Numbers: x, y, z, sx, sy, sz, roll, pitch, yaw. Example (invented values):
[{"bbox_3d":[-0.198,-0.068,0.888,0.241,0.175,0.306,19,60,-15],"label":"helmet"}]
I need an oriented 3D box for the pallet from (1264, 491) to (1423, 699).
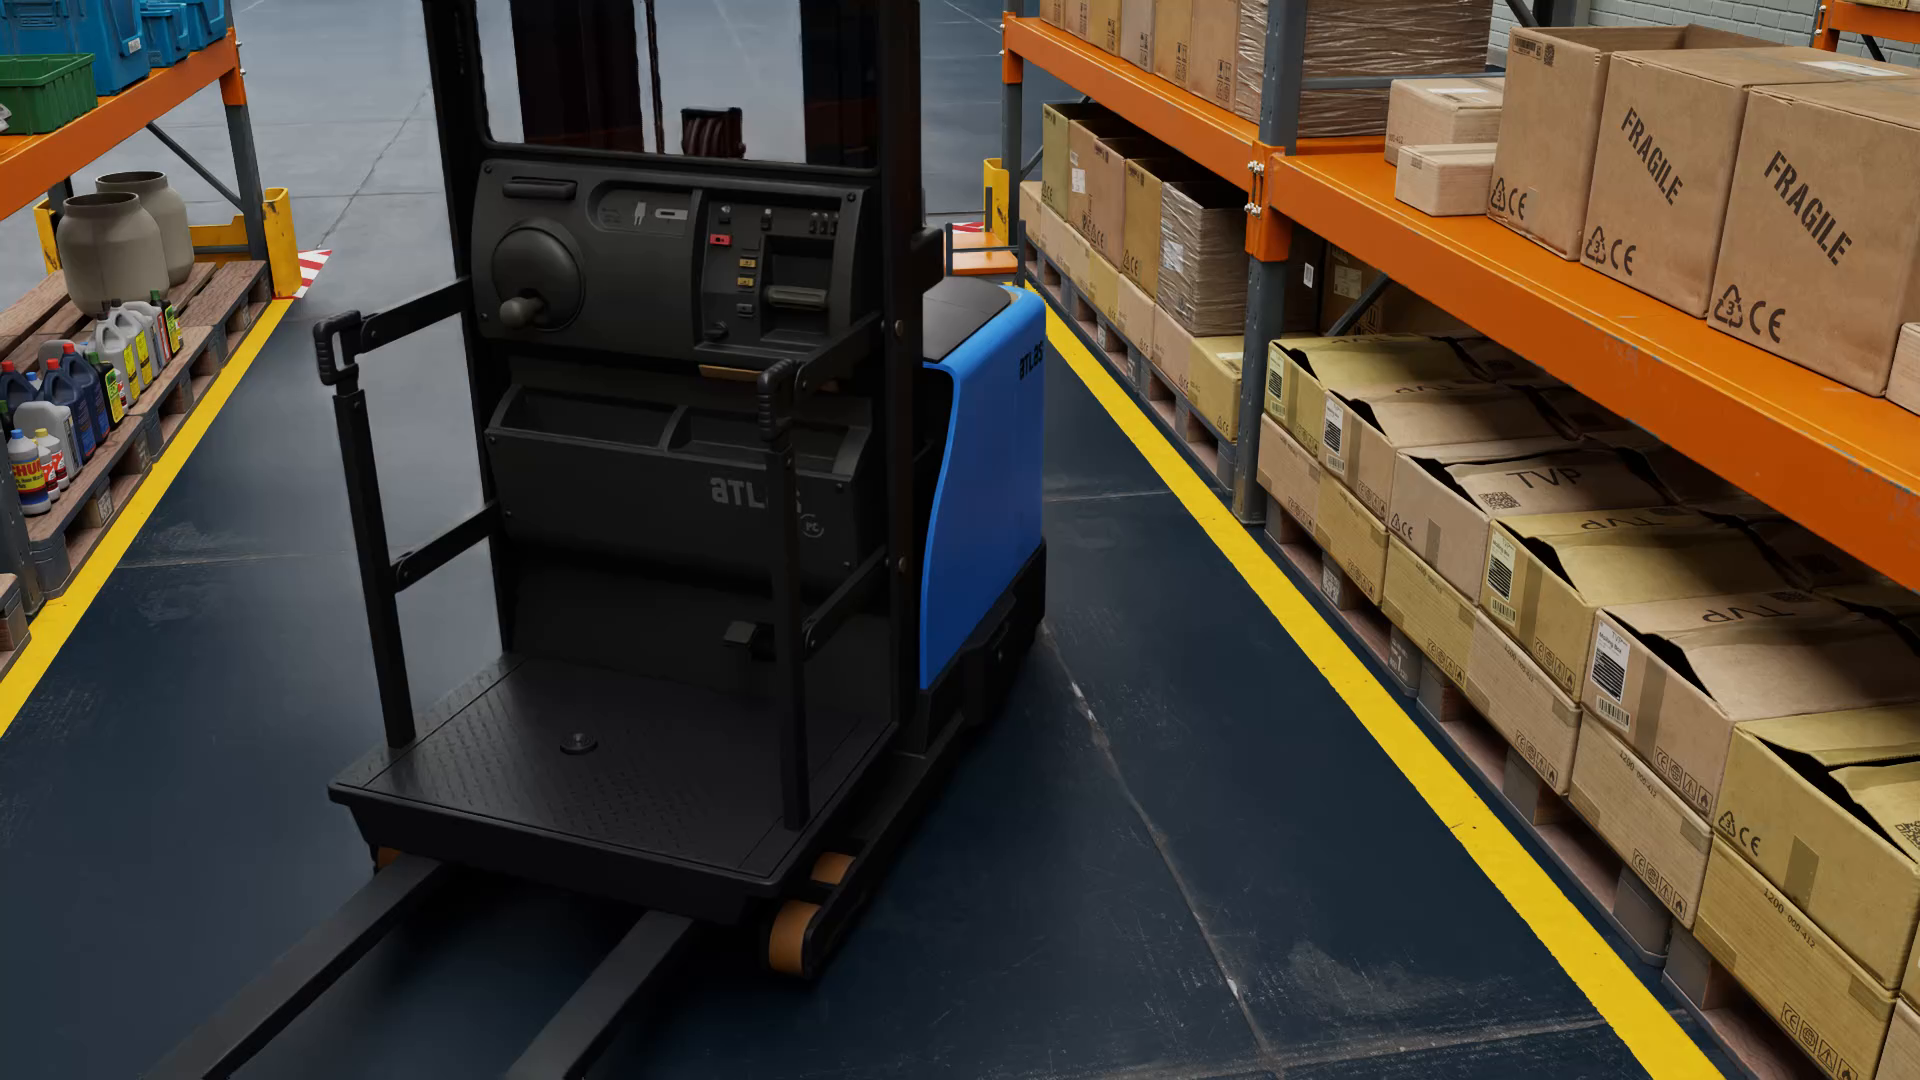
[{"bbox_3d":[1.650,0.084,5.294,1.003,0.211,1.213,-4,24,-10],"label":"pallet"}]

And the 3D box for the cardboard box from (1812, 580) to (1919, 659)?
[{"bbox_3d":[2.210,0.268,3.598,0.500,0.311,0.500,-5,24,-11],"label":"cardboard box"}]

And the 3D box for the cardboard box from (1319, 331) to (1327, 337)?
[{"bbox_3d":[1.688,-0.618,6.329,0.500,0.250,0.500,-4,24,-10],"label":"cardboard box"}]

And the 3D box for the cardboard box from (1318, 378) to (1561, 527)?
[{"bbox_3d":[1.395,-0.292,4.881,0.500,0.311,0.500,-5,24,-10],"label":"cardboard box"}]

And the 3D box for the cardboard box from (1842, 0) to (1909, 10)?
[{"bbox_3d":[5.382,-3.147,9.371,0.500,0.250,0.500,-5,24,-11],"label":"cardboard box"}]

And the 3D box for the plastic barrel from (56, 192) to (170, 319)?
[{"bbox_3d":[-3.843,-1.291,7.542,0.421,0.512,0.421,0,24,0],"label":"plastic barrel"}]

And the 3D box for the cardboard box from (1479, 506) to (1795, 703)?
[{"bbox_3d":[1.593,0.115,3.949,0.500,0.311,0.500,-4,24,-8],"label":"cardboard box"}]

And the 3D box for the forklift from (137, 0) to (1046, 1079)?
[{"bbox_3d":[-0.718,-0.584,3.425,1.130,2.935,3.031,8,25,18],"label":"forklift"}]

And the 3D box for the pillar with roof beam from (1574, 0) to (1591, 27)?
[{"bbox_3d":[1.243,-8.002,12.828,9.100,9.000,0.400,-4,24,-10],"label":"pillar with roof beam"}]

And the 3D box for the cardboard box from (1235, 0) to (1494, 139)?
[{"bbox_3d":[1.387,-1.701,5.772,0.700,0.500,0.500,-5,24,-11],"label":"cardboard box"}]

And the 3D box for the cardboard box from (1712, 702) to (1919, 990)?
[{"bbox_3d":[1.774,0.511,3.042,0.500,0.311,0.500,-5,24,-11],"label":"cardboard box"}]

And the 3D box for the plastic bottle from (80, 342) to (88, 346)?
[{"bbox_3d":[-3.393,-0.672,6.487,0.097,0.201,0.097,0,24,0],"label":"plastic bottle"}]

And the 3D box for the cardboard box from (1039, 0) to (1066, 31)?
[{"bbox_3d":[0.810,-2.916,8.553,0.700,0.500,0.500,-4,24,-10],"label":"cardboard box"}]

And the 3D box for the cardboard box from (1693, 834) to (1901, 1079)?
[{"bbox_3d":[1.780,0.769,3.153,0.500,0.250,0.500,-5,24,-10],"label":"cardboard box"}]

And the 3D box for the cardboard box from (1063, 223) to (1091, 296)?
[{"bbox_3d":[0.805,-1.366,8.041,0.500,0.250,0.500,-4,24,-10],"label":"cardboard box"}]

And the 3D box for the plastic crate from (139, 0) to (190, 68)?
[{"bbox_3d":[-3.632,-2.191,7.204,0.499,0.251,0.408,-4,24,-10],"label":"plastic crate"}]

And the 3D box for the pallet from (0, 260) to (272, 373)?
[{"bbox_3d":[-3.927,-1.065,7.925,1.003,0.211,1.213,-4,24,-10],"label":"pallet"}]

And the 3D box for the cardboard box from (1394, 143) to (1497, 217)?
[{"bbox_3d":[1.439,-1.002,4.611,0.380,0.149,0.250,-4,24,-10],"label":"cardboard box"}]

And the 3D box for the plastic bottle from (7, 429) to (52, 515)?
[{"bbox_3d":[-3.021,-0.225,5.377,0.097,0.271,0.097,0,24,0],"label":"plastic bottle"}]

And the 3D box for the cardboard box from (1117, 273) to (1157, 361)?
[{"bbox_3d":[0.985,-0.973,7.140,0.500,0.250,0.500,-4,24,-10],"label":"cardboard box"}]

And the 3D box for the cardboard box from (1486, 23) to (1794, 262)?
[{"bbox_3d":[1.699,-1.016,4.204,0.500,0.500,0.500,-3,24,-6],"label":"cardboard box"}]

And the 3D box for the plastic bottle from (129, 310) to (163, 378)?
[{"bbox_3d":[-3.317,-0.797,6.681,0.152,0.276,0.135,-5,24,-11],"label":"plastic bottle"}]

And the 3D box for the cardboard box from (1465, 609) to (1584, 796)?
[{"bbox_3d":[1.592,0.368,4.069,0.500,0.250,0.500,-4,24,-9],"label":"cardboard box"}]

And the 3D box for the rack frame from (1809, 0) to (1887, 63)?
[{"bbox_3d":[5.604,-3.422,9.839,1.000,3.000,0.127,-4,24,-10],"label":"rack frame"}]

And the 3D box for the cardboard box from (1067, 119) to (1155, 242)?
[{"bbox_3d":[0.816,-1.711,7.893,0.500,0.500,0.500,-4,24,-10],"label":"cardboard box"}]

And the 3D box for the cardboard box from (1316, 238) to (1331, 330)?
[{"bbox_3d":[1.597,-1.159,6.629,0.500,0.500,0.500,-4,24,-10],"label":"cardboard box"}]

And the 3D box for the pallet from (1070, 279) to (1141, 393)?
[{"bbox_3d":[1.141,-1.000,7.776,1.003,0.211,1.213,-4,24,-10],"label":"pallet"}]

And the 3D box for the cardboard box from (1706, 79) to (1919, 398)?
[{"bbox_3d":[1.889,-0.612,3.279,0.500,0.500,0.500,-6,24,-13],"label":"cardboard box"}]

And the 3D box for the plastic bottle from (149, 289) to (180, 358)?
[{"bbox_3d":[-3.323,-0.912,6.933,0.061,0.283,0.133,-4,24,-8],"label":"plastic bottle"}]

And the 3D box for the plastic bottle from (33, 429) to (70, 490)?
[{"bbox_3d":[-3.059,-0.273,5.574,0.097,0.201,0.097,0,24,0],"label":"plastic bottle"}]

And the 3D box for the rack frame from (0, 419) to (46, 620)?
[{"bbox_3d":[-3.393,-1.116,4.557,1.000,3.000,0.127,-4,24,-10],"label":"rack frame"}]

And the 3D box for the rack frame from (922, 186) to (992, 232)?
[{"bbox_3d":[-0.015,-0.581,5.581,0.240,1.200,0.015,-4,24,-10],"label":"rack frame"}]

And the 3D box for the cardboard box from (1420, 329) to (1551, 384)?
[{"bbox_3d":[1.832,-0.532,5.431,0.500,0.311,0.500,-4,24,-10],"label":"cardboard box"}]

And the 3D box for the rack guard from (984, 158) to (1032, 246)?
[{"bbox_3d":[0.732,-1.918,9.518,1.175,0.500,0.348,-4,24,-10],"label":"rack guard"}]

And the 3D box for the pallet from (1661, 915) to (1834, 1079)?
[{"bbox_3d":[2.101,1.043,3.097,1.003,0.211,1.213,-4,24,-10],"label":"pallet"}]

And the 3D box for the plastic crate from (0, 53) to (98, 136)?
[{"bbox_3d":[-3.367,-1.574,5.870,0.450,0.188,0.662,-4,24,-10],"label":"plastic crate"}]

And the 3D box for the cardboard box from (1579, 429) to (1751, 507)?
[{"bbox_3d":[2.025,-0.132,4.514,0.500,0.311,0.500,-4,24,-10],"label":"cardboard box"}]

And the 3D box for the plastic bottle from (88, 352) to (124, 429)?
[{"bbox_3d":[-3.159,-0.563,6.136,0.061,0.283,0.133,-3,24,-7],"label":"plastic bottle"}]

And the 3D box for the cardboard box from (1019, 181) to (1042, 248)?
[{"bbox_3d":[0.617,-1.759,8.941,0.500,0.250,0.500,-4,24,-10],"label":"cardboard box"}]

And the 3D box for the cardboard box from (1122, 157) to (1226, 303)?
[{"bbox_3d":[0.998,-1.317,6.992,0.500,0.500,0.500,-4,24,-10],"label":"cardboard box"}]

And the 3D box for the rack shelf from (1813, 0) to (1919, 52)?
[{"bbox_3d":[5.973,-2.306,8.181,1.077,0.370,4.000,-4,24,-10],"label":"rack shelf"}]

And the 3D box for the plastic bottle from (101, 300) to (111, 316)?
[{"bbox_3d":[-3.447,-0.847,6.785,0.061,0.283,0.133,-4,24,-10],"label":"plastic bottle"}]

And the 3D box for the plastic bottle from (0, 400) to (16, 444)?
[{"bbox_3d":[-3.212,-0.348,5.642,0.061,0.283,0.133,-4,24,-10],"label":"plastic bottle"}]

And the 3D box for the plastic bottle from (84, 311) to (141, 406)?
[{"bbox_3d":[-3.248,-0.693,6.350,0.144,0.351,0.185,-4,24,-10],"label":"plastic bottle"}]

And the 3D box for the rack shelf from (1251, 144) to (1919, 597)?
[{"bbox_3d":[1.845,-0.365,3.736,1.077,0.370,4.000,-4,24,-10],"label":"rack shelf"}]

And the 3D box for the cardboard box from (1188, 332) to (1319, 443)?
[{"bbox_3d":[1.175,-0.580,6.240,0.500,0.250,0.500,-4,24,-10],"label":"cardboard box"}]

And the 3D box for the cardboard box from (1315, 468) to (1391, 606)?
[{"bbox_3d":[1.400,-0.035,4.994,0.500,0.250,0.500,-4,24,-8],"label":"cardboard box"}]

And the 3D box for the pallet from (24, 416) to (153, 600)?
[{"bbox_3d":[-3.476,-0.105,5.727,1.003,0.211,1.213,-4,24,-10],"label":"pallet"}]

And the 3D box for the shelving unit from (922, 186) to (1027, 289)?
[{"bbox_3d":[0.031,-0.485,5.361,0.258,1.200,0.503,-4,24,-10],"label":"shelving unit"}]

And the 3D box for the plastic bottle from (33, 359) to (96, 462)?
[{"bbox_3d":[-3.134,-0.452,5.797,0.144,0.351,0.185,-4,24,-8],"label":"plastic bottle"}]

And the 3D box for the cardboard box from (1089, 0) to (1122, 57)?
[{"bbox_3d":[0.998,-2.514,7.633,0.700,0.500,0.500,-4,24,-9],"label":"cardboard box"}]

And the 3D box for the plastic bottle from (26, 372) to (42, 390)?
[{"bbox_3d":[-3.280,-0.464,5.923,0.097,0.271,0.097,0,24,0],"label":"plastic bottle"}]

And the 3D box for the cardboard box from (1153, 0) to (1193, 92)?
[{"bbox_3d":[1.195,-2.106,6.698,0.700,0.500,0.500,-4,24,-9],"label":"cardboard box"}]

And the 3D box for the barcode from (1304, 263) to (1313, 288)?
[{"bbox_3d":[1.114,-0.846,5.313,0.001,0.075,0.075,-4,24,-10],"label":"barcode"}]
